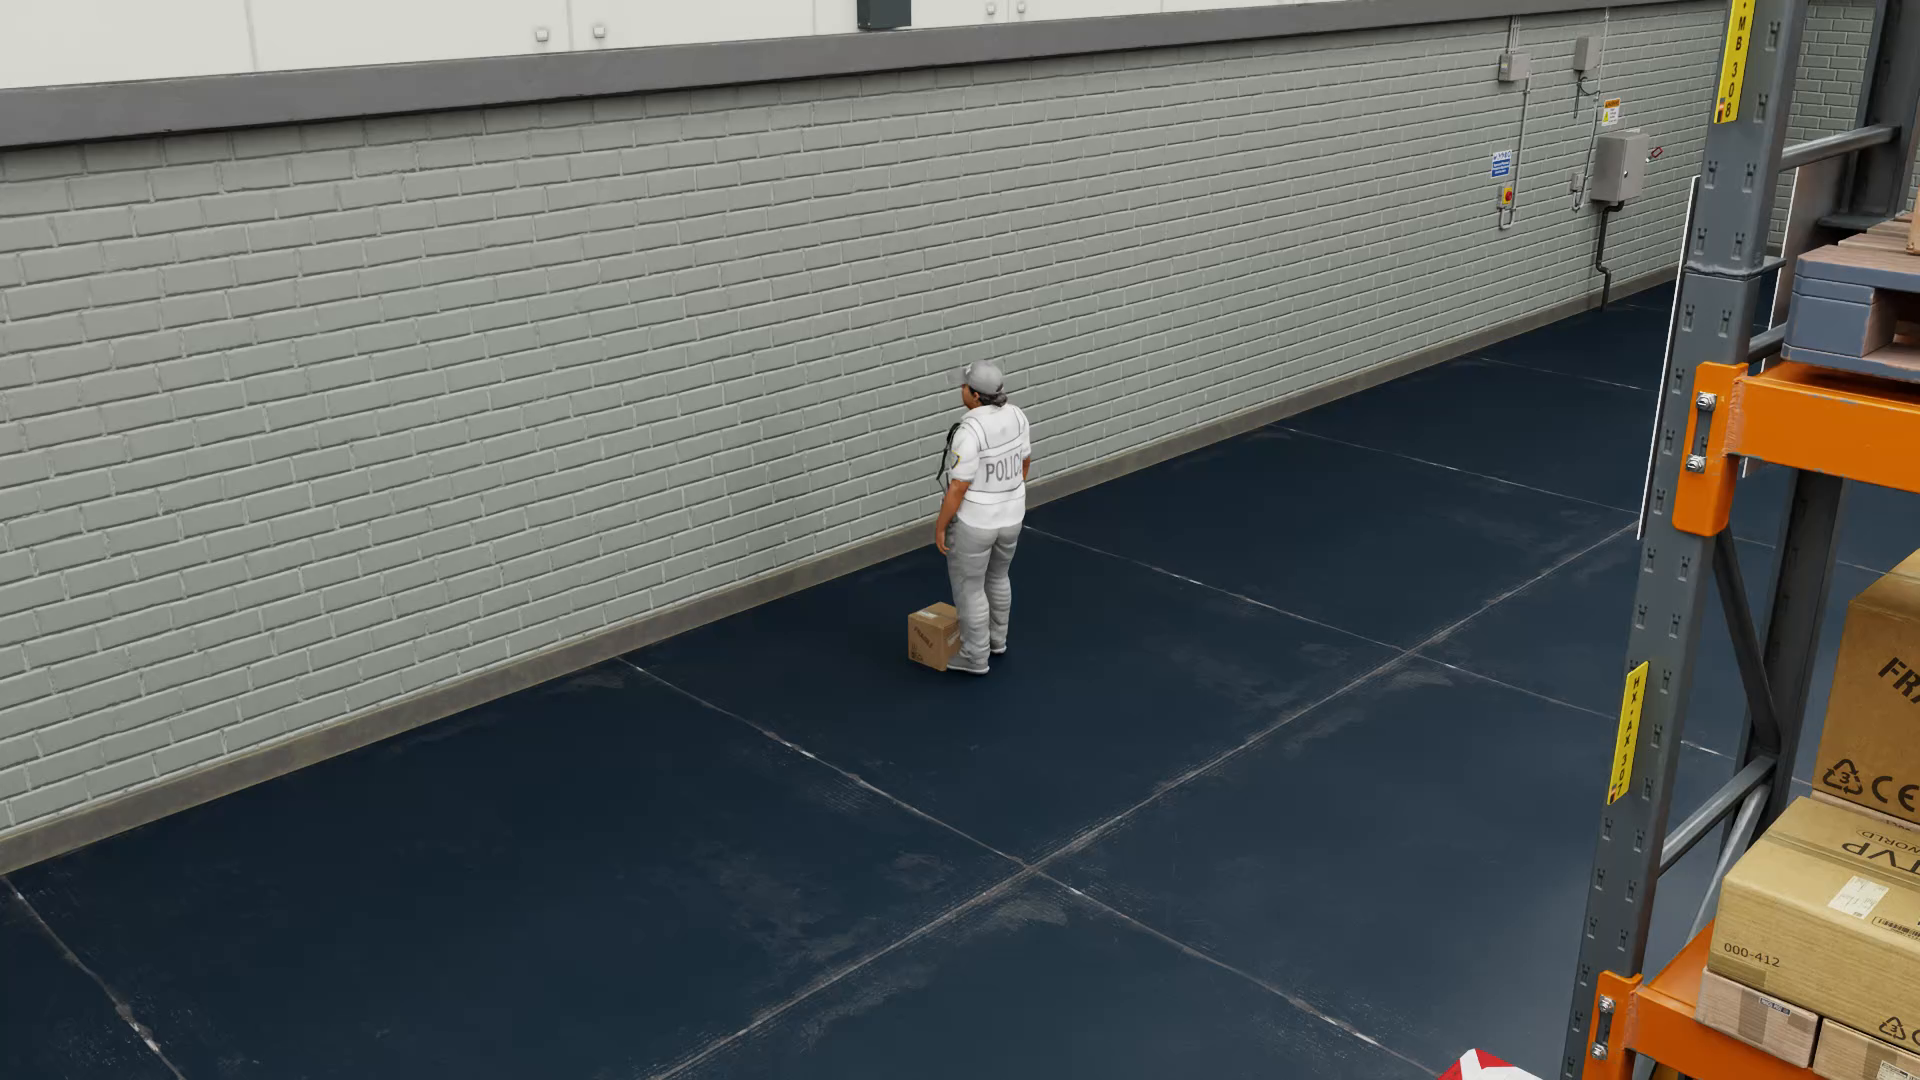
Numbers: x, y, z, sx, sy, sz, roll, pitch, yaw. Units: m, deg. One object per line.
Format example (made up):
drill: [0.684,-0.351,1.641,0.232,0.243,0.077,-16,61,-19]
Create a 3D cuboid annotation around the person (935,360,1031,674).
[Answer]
person: [0.066,-0.126,8.418,0.529,1.670,0.598,19,28,41]
